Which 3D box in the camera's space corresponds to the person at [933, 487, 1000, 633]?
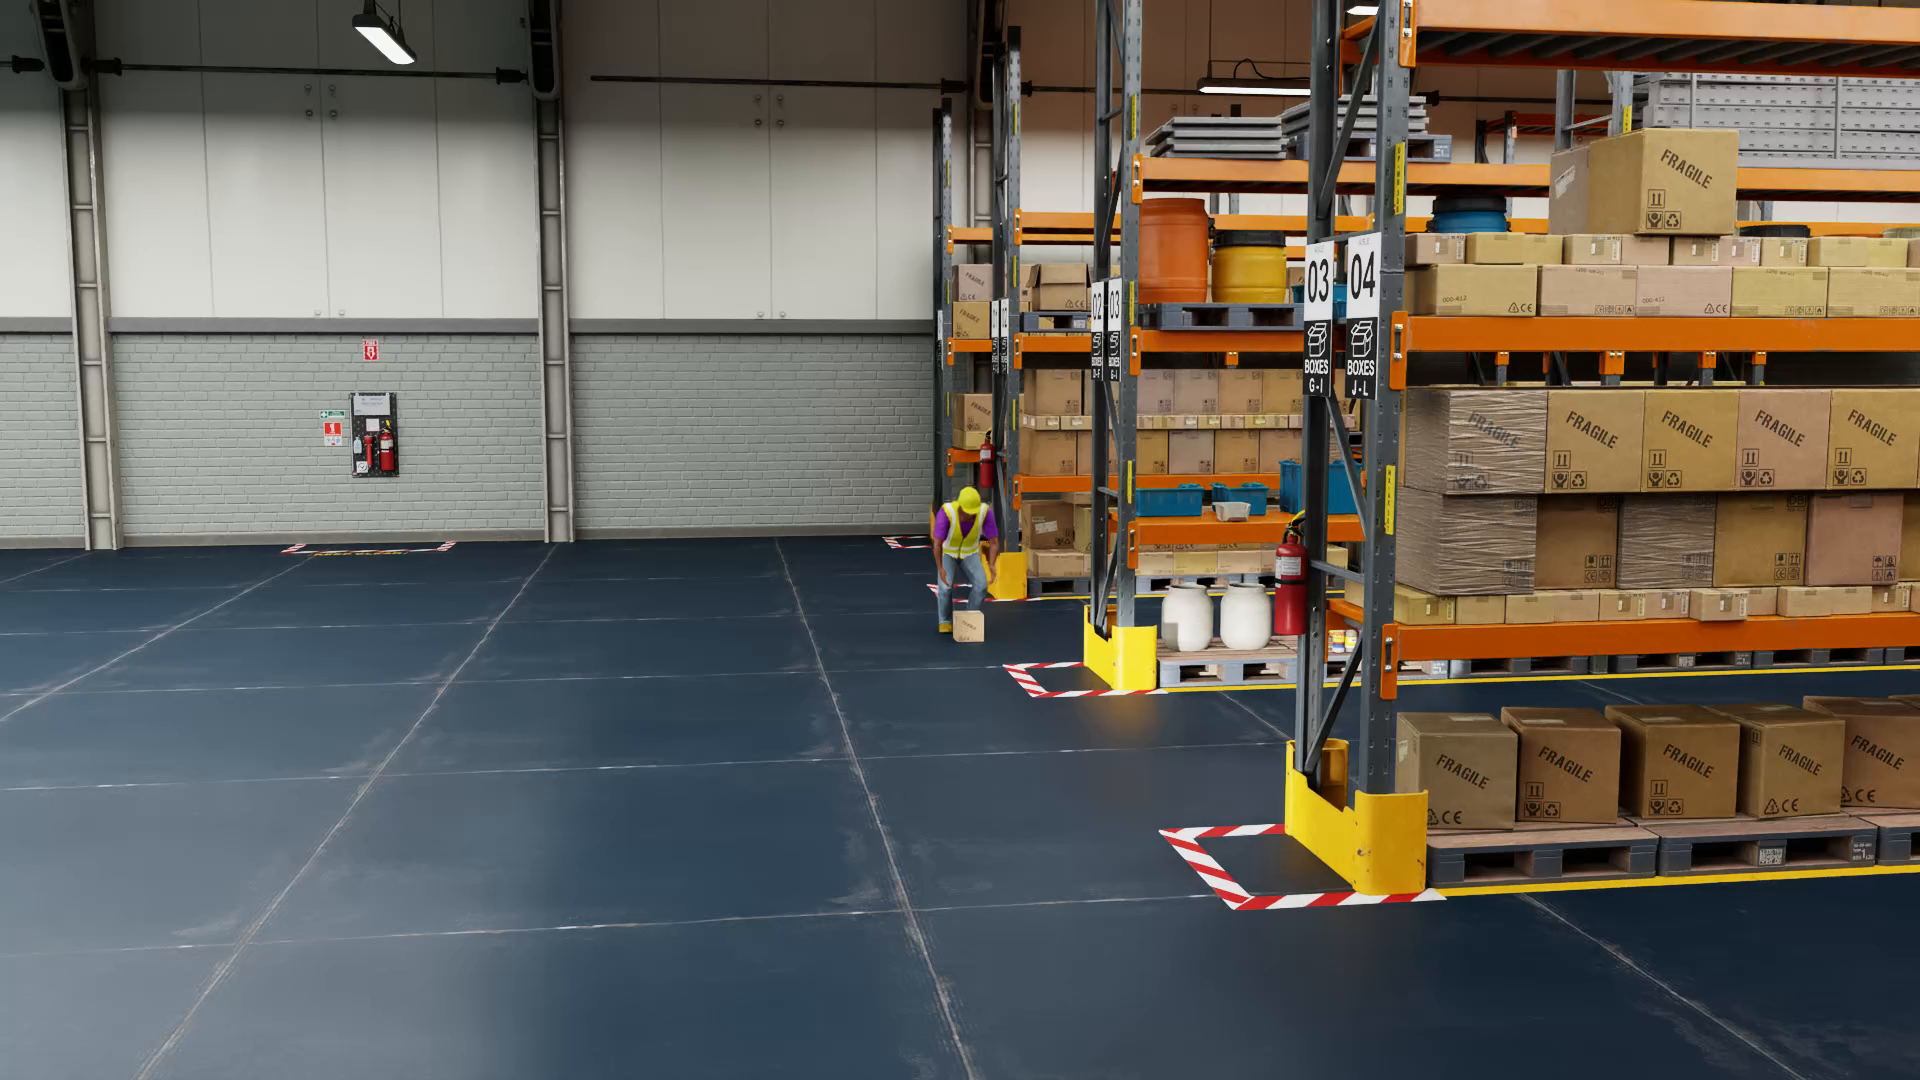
[{"bbox_3d":[0.045,0.179,15.663,0.631,1.399,0.763,-1,7,-9],"label":"person"}]
